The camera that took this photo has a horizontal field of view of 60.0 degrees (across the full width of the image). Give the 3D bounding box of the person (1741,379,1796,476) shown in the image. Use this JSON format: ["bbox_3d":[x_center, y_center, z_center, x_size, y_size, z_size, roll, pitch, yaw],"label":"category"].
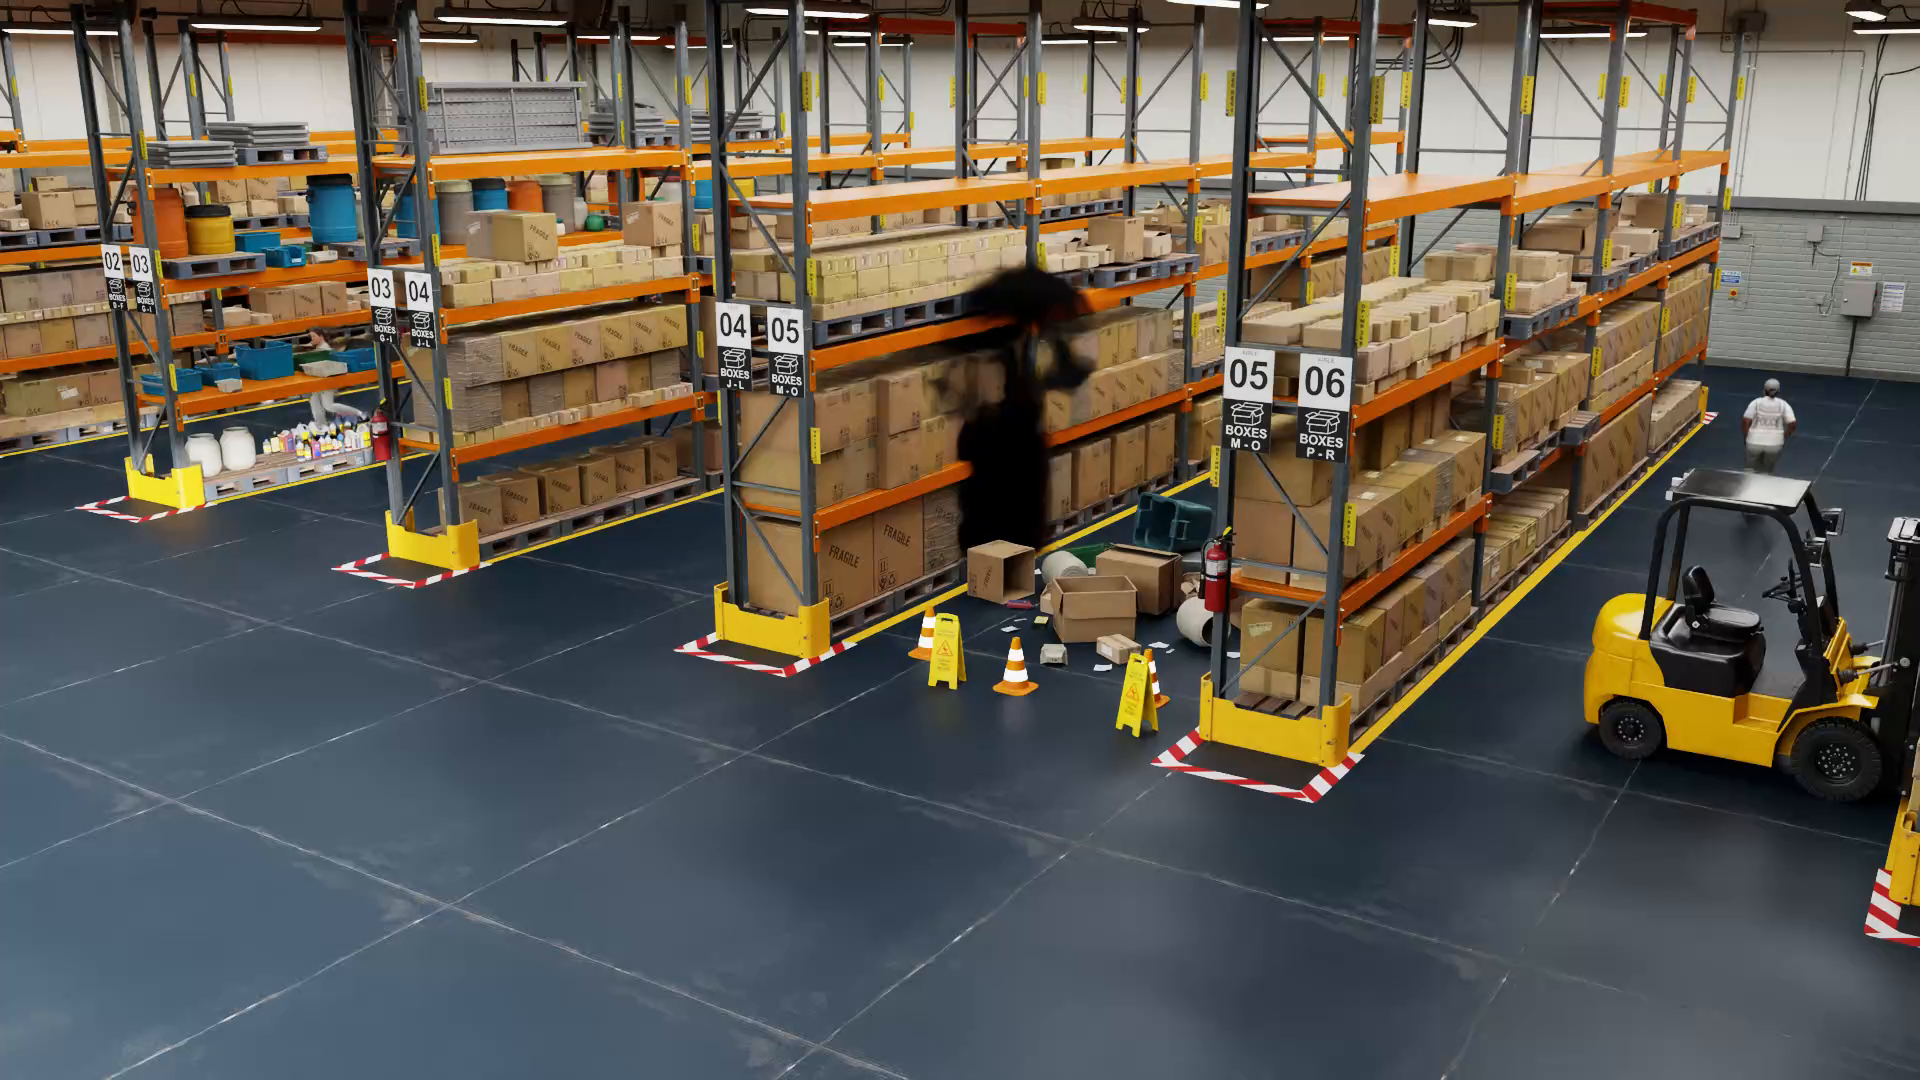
[{"bbox_3d":[9.876,-1.155,20.380,0.598,1.621,0.534,6,17,22],"label":"person"}]

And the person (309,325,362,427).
[{"bbox_3d":[-9.348,-2.382,24.668,0.798,1.636,0.527,-9,18,-29],"label":"person"}]
